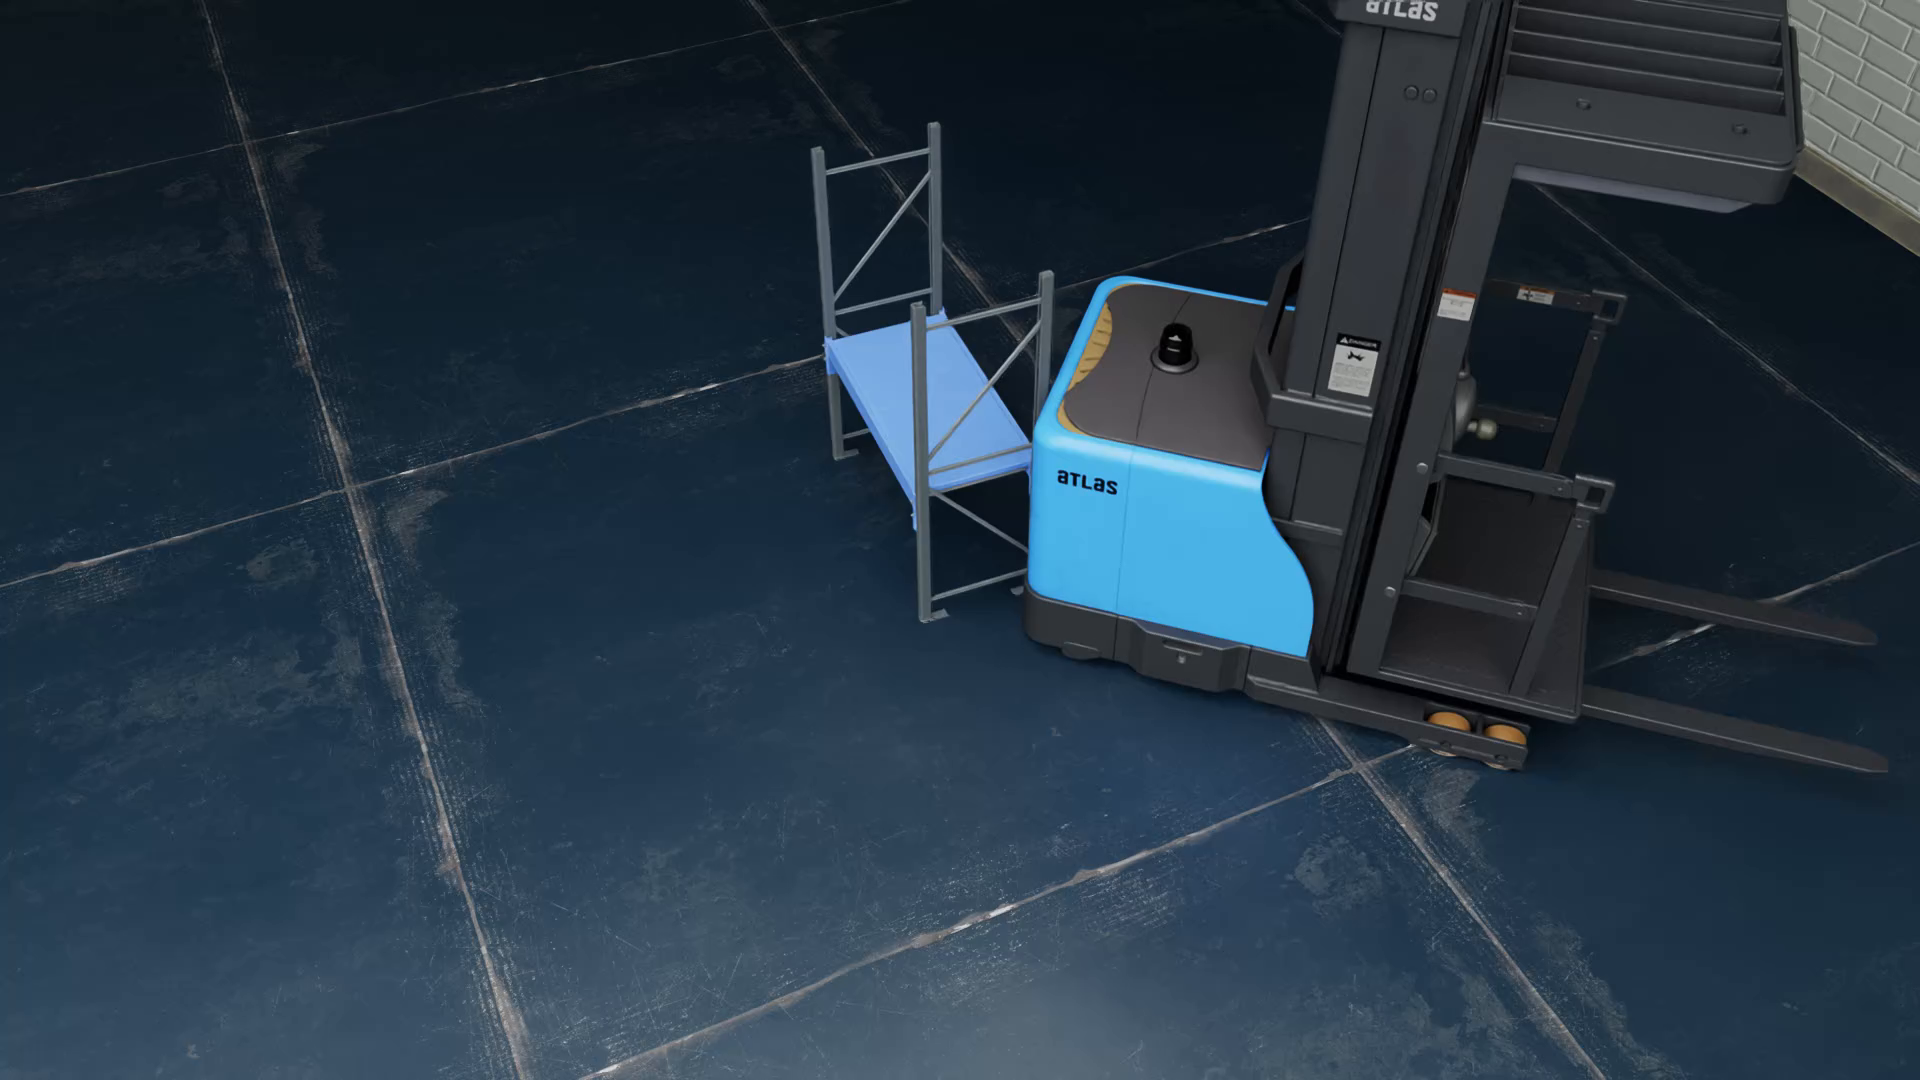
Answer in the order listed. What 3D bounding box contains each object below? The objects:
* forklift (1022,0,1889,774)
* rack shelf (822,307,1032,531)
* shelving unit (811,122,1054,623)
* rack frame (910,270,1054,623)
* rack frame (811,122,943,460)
[{"bbox_3d":[1.812,-0.648,5.320,3.031,2.935,1.130,13,46,13],"label":"forklift"},{"bbox_3d":[-0.116,-0.490,6.435,0.538,0.185,1.000,-16,47,-16],"label":"rack shelf"},{"bbox_3d":[-0.116,-0.618,6.309,0.538,1.500,1.048,-16,47,-16],"label":"shelving unit"},{"bbox_3d":[0.076,-0.288,5.974,0.500,1.500,0.032,-16,47,-16],"label":"rack frame"},{"bbox_3d":[-0.308,-0.949,6.644,0.500,1.500,0.032,-16,47,-16],"label":"rack frame"}]
